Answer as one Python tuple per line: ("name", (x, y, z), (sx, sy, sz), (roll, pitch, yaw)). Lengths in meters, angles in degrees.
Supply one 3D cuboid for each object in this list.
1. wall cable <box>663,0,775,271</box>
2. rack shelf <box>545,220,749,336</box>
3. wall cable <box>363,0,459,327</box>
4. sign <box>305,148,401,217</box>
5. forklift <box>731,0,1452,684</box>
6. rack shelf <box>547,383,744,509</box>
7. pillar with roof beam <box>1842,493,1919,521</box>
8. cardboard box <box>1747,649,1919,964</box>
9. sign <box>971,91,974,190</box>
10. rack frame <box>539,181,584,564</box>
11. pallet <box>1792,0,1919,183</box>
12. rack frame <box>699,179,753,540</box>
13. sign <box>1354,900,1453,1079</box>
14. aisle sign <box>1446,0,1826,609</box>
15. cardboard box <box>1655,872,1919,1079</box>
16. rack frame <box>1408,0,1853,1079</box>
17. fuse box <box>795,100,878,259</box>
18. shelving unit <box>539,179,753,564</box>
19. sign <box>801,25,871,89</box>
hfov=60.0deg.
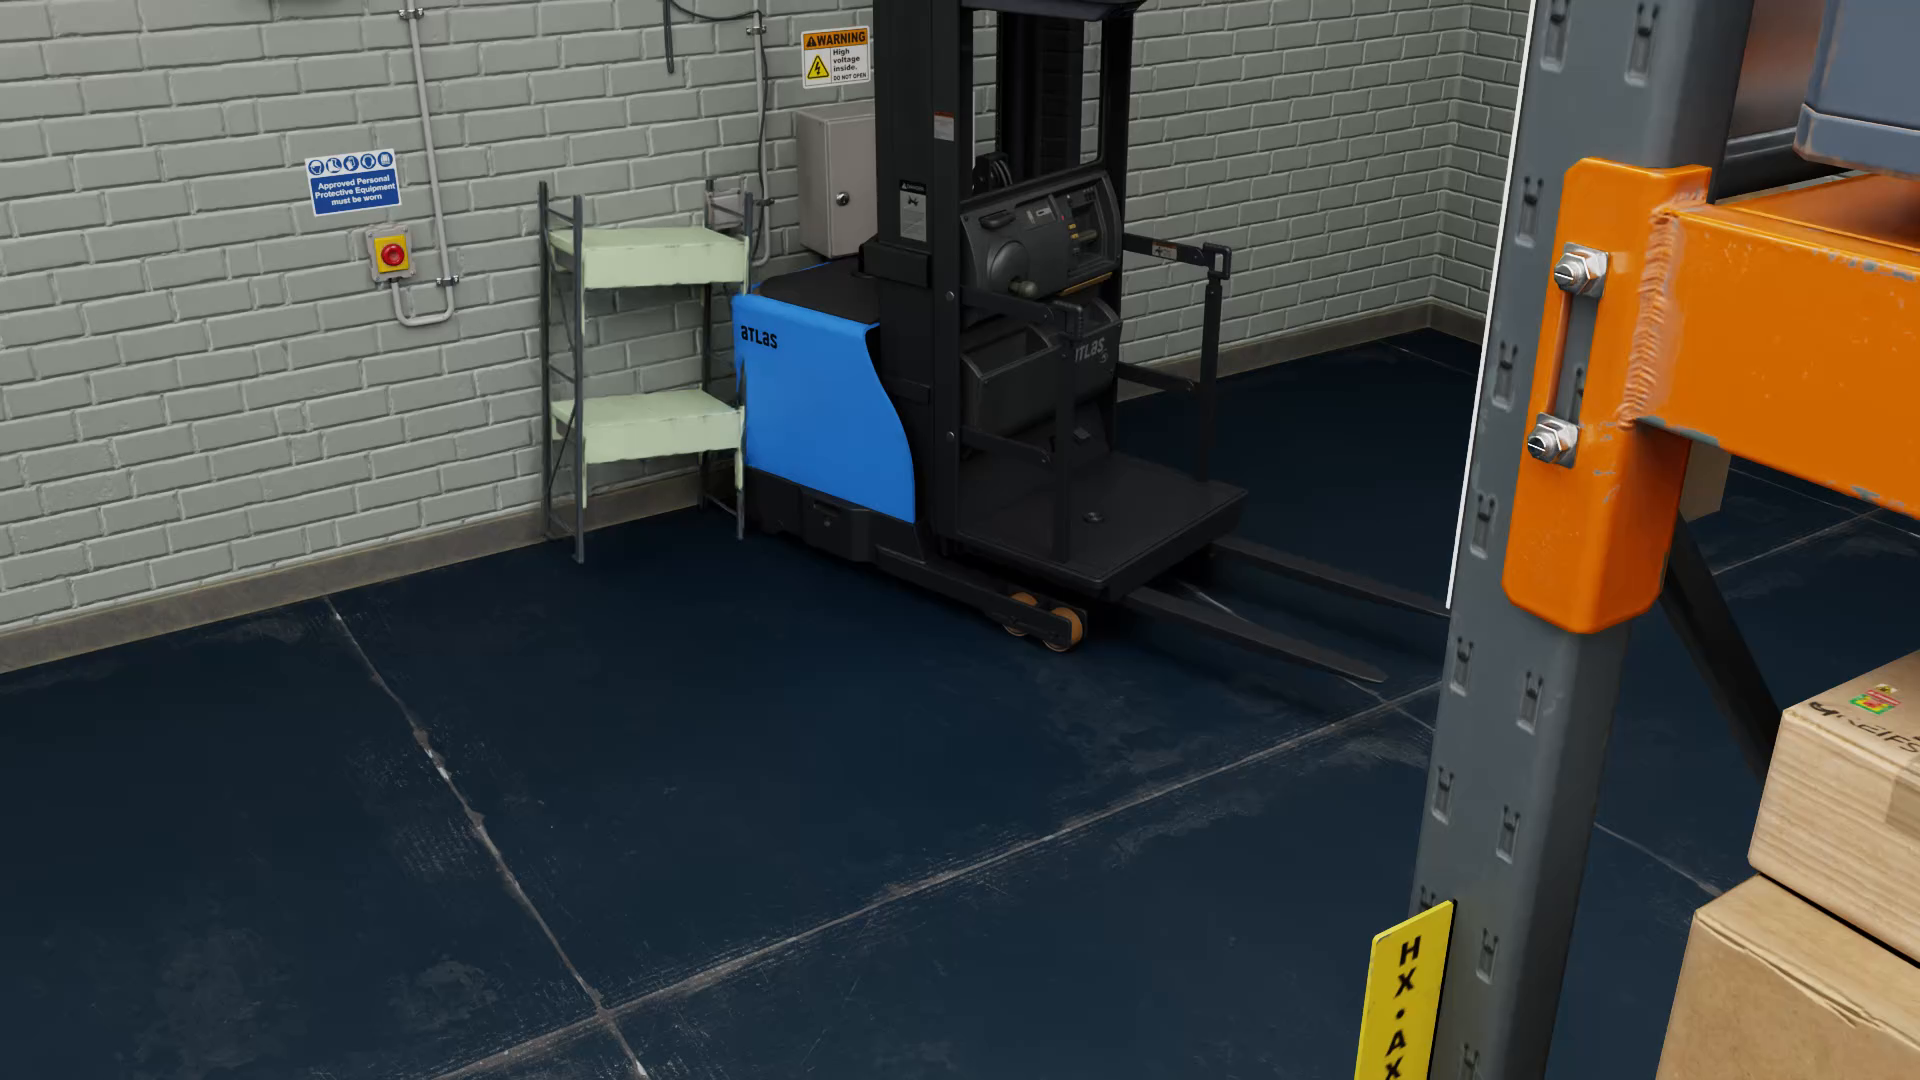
("wall cable", (-1.033, -2.013, 6.810), (0.588, 1.984, 0.122), (-16, 29, -30))
("rack shelf", (-1.290, -1.086, 6.836), (0.720, 0.370, 0.431), (-9, 23, -33))
("wall cable", (-2.215, -1.692, 6.094), (0.585, 1.953, 0.123), (-16, 29, -30))
("sign", (-2.289, -1.351, 6.282), (0.327, 0.218, 0.001), (-16, 29, -30))
("forklift", (0.486, -1.155, 6.263), (3.031, 2.935, 1.130), (19, 31, 35))
("rack shelf", (-1.340, -0.412, 7.073), (0.720, 0.370, 0.431), (-9, 23, -33))
("pillar with roof beam", (0.715, -3.249, 3.592), (9.100, 9.000, 0.400), (-16, 29, -30))
("cardboard box", (0.844, 0.194, 1.278), (0.380, 0.149, 0.250), (-15, 29, -29))
("sign", (-0.075, -1.802, 7.665), (0.329, 0.494, 0.001), (-16, 29, -30))
("rack frame", (-1.620, -0.672, 6.766), (0.023, 1.500, 0.400), (-9, 23, -33))
("pallet", (1.296, -0.261, 0.878), (1.003, 0.211, 1.213), (-16, 29, -30))
("rack frame", (-1.014, -0.766, 7.165), (0.023, 1.500, 0.400), (-9, 23, -33))
("sign", (0.414, 0.493, 1.586), (0.100, 0.325, 0.005), (-16, 29, -30))
("aisle sign", (0.600, -0.341, 1.413), (0.394, 0.787, 0.004), (-16, 29, -30))
("cardboard box", (0.906, 0.534, 1.318), (0.500, 0.500, 0.500), (-16, 30, -31))
("rack frame", (0.885, 0.792, 2.058), (0.949, 2.616, 0.053), (-16, 29, -30))
("fuse box", (-0.376, -1.073, 7.519), (0.539, 1.711, 0.414), (-16, 29, -30))
("shelving unit", (-1.317, -0.719, 6.965), (0.755, 1.500, 0.431), (-9, 23, -33))
("sign", (-0.535, -2.091, 7.197), (0.339, 0.242, 0.001), (-16, 29, -30))
